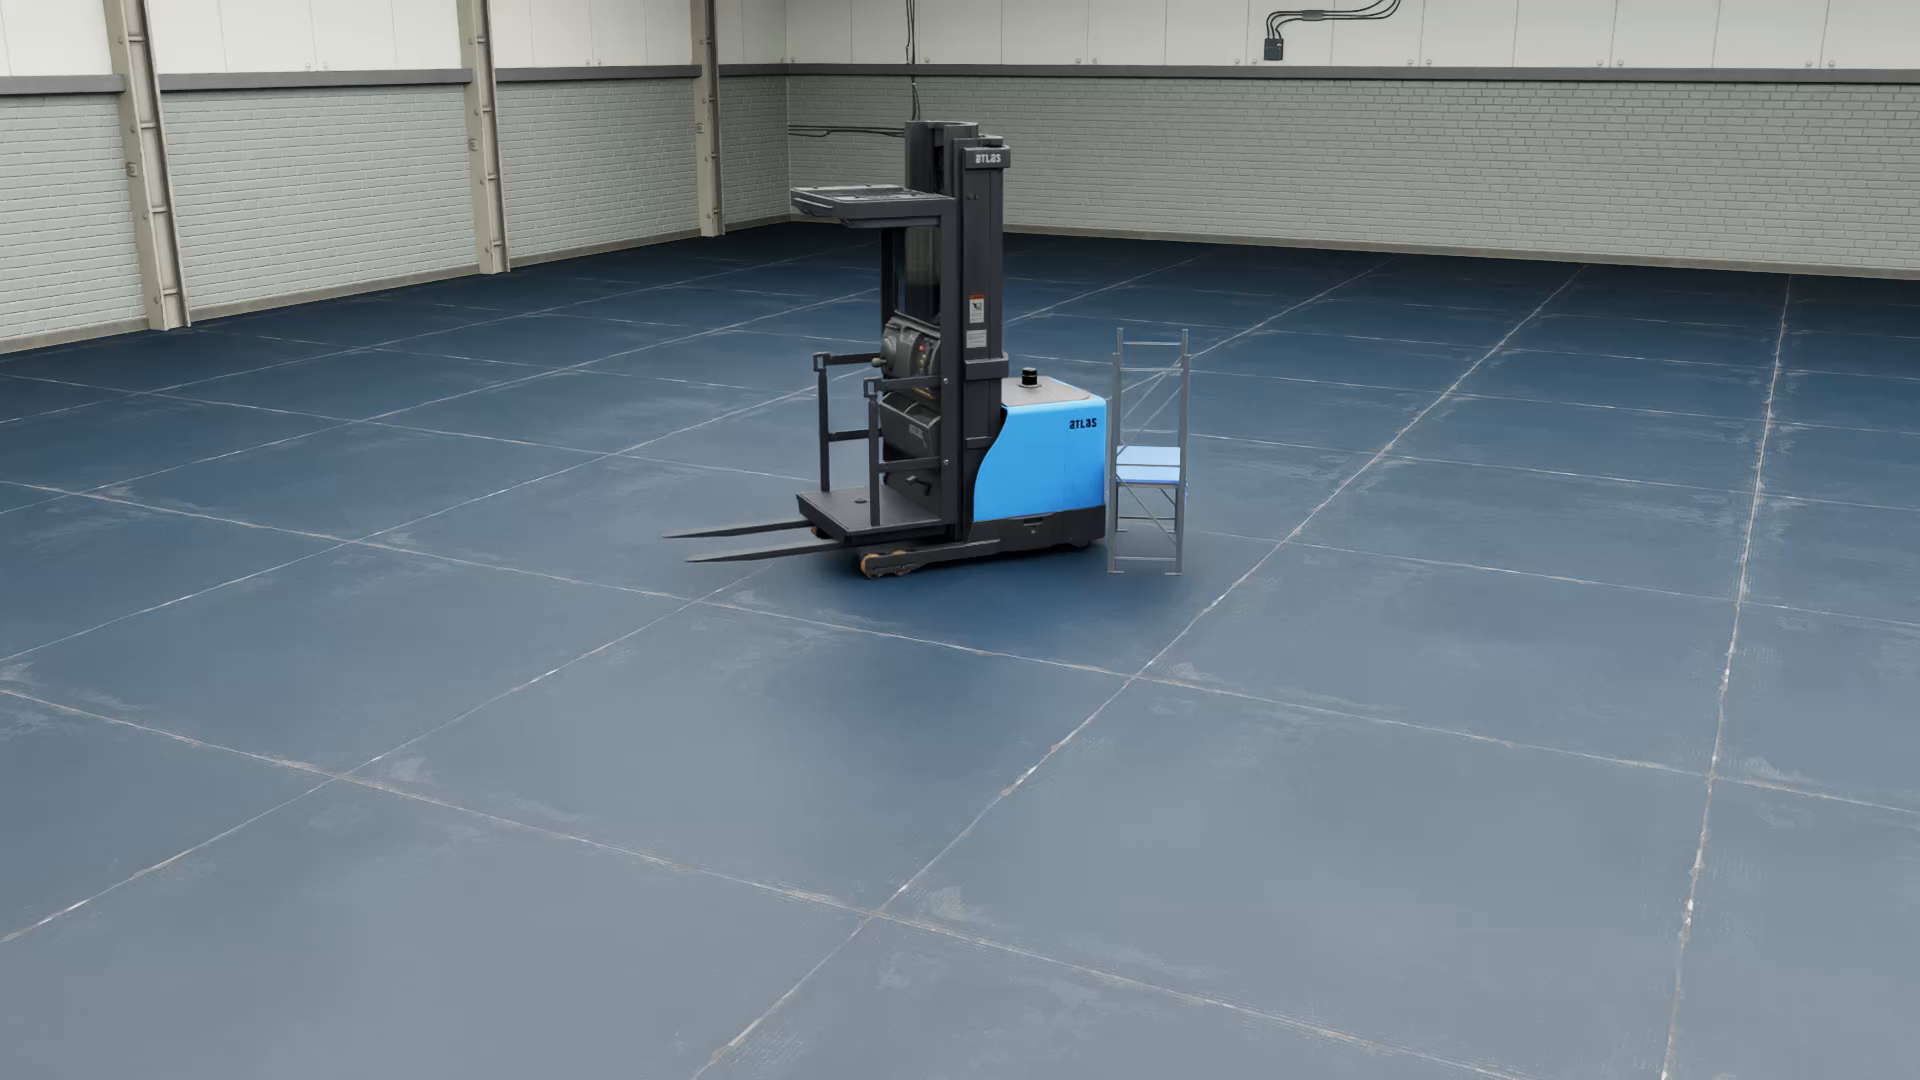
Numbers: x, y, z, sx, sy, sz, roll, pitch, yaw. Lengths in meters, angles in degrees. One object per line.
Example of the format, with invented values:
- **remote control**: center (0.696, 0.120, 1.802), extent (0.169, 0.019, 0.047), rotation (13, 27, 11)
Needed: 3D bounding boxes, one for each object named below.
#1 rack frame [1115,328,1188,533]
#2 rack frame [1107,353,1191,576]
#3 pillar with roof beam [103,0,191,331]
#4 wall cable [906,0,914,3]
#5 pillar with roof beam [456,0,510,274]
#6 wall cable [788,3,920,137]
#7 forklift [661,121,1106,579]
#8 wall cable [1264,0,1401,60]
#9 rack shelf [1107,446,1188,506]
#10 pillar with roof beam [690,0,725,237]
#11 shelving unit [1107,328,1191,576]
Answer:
- **rack frame**: center (1.366, -0.779, 12.014), extent (0.500, 1.500, 0.032), rotation (2, 17, 6)
- **rack frame**: center (1.250, -0.492, 11.046), extent (0.500, 1.500, 0.032), rotation (2, 17, 6)
- **pillar with roof beam**: center (-6.182, -6.466, 17.989), extent (9.100, 9.000, 0.400), rotation (8, 18, 25)
- **wall cable**: center (0.248, -11.241, 30.648), extent (3.097, 2.526, 0.112), rotation (8, 18, 25)
- **pillar with roof beam**: center (-3.501, -7.994, 23.134), extent (9.100, 9.000, 0.400), rotation (8, 18, 25)
- **wall cable**: center (-2.172, -9.164, 32.526), extent (3.097, 2.526, 0.112), rotation (8, 18, 25)
- **forklift**: center (-0.526, -1.315, 11.304), extent (3.031, 2.935, 1.130), rotation (-7, 18, -23)
- **wall cable**: center (6.314, -11.071, 27.520), extent (2.305, 6.003, 0.169), rotation (8, 18, 25)
- **rack shelf**: center (1.308, -0.463, 11.582), extent (0.538, 0.185, 1.000), rotation (2, 17, 6)
- **pillar with roof beam**: center (-0.820, -9.522, 28.280), extent (9.100, 9.000, 0.400), rotation (8, 18, 25)
- **shelving unit**: center (1.308, -0.636, 11.530), extent (0.538, 1.500, 1.048), rotation (2, 17, 6)
